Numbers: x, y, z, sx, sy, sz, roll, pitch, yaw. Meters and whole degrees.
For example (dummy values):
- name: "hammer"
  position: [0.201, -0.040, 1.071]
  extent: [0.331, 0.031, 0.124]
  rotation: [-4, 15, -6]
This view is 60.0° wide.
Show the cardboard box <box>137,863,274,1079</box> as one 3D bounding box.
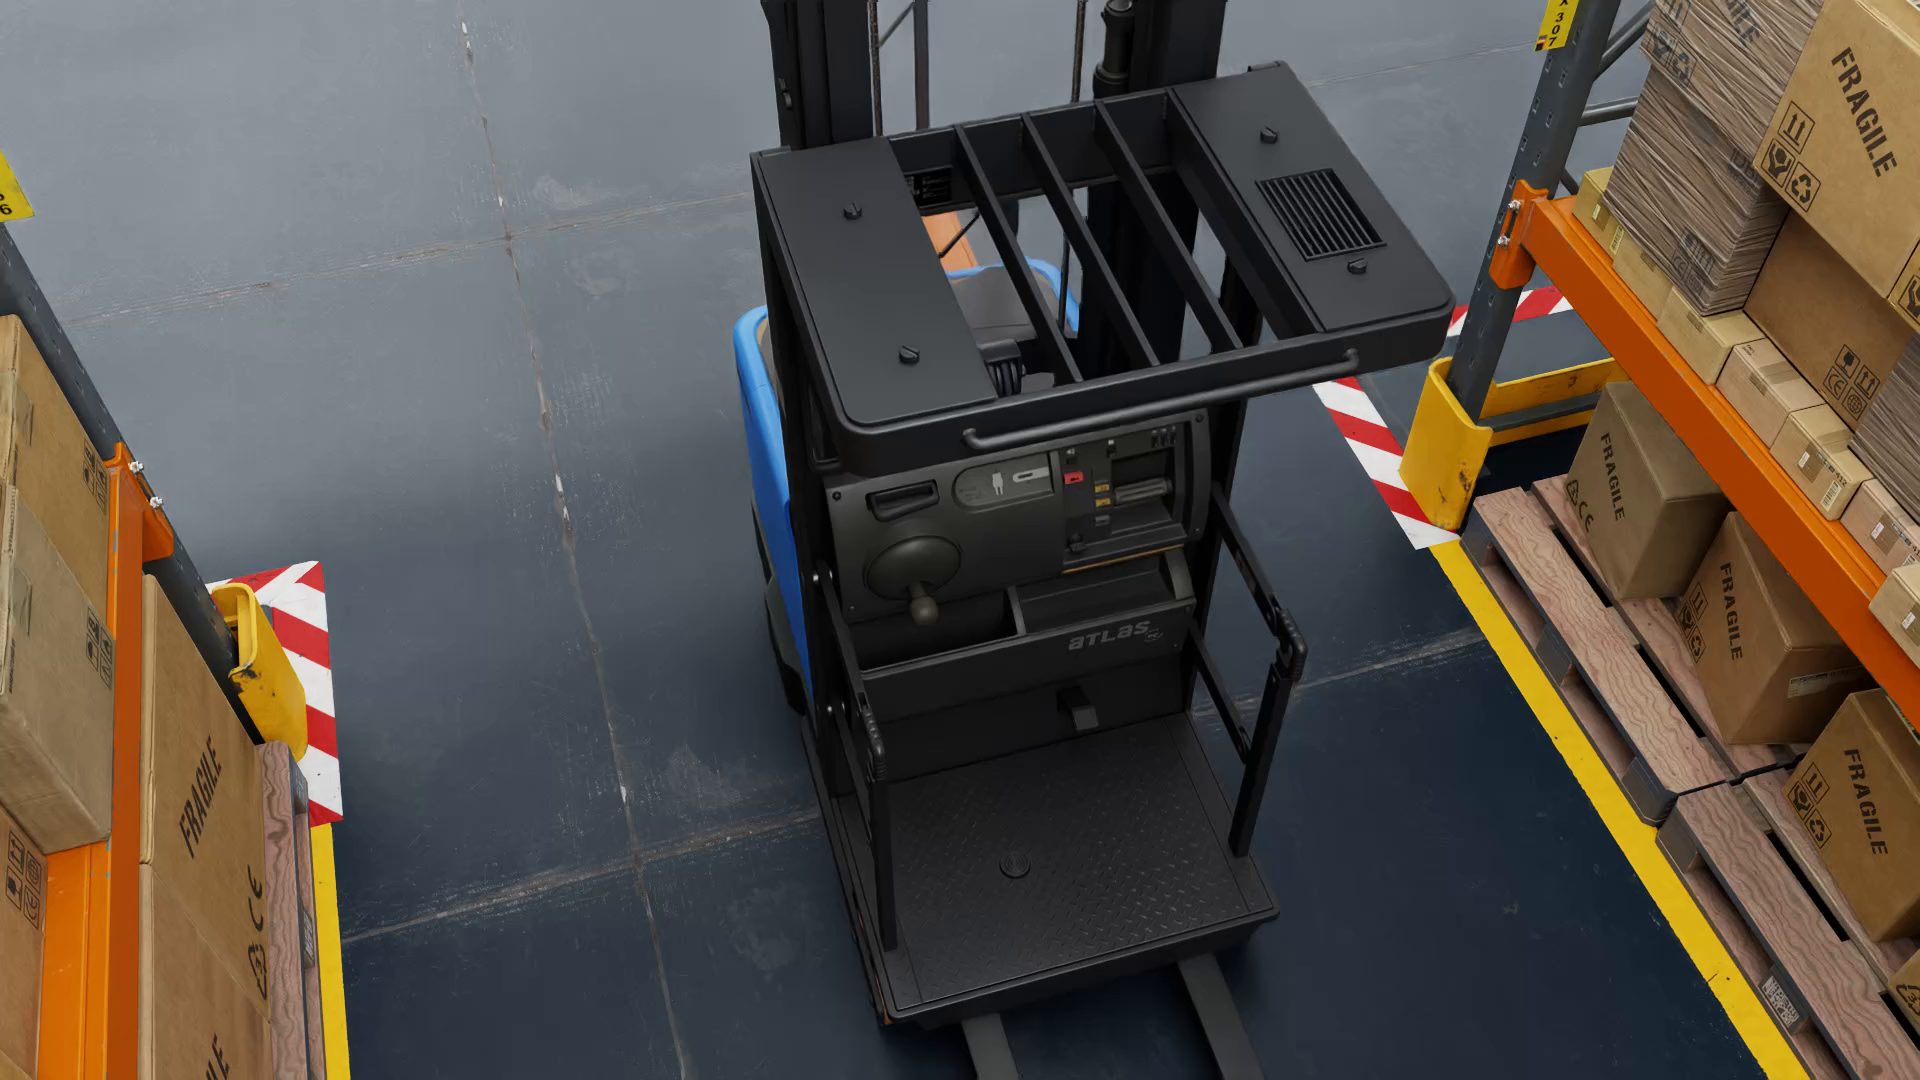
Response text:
- name: "cardboard box"
  position: [-2.100, 1.418, 3.707]
  extent: [0.875, 0.875, 0.875]
  rotation: [-14, 51, -12]

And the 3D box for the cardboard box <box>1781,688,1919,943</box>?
- name: "cardboard box"
  position: [2.687, 0.719, 4.542]
  extent: [0.500, 0.500, 0.500]
  rotation: [-9, 50, -8]

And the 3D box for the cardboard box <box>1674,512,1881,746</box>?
- name: "cardboard box"
  position: [2.520, 0.258, 4.931]
  extent: [0.500, 0.500, 0.500]
  rotation: [-2, 50, -1]

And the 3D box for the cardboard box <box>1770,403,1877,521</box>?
- name: "cardboard box"
  position: [2.275, -0.223, 4.141]
  extent: [0.380, 0.149, 0.250]
  rotation: [-13, 51, -11]

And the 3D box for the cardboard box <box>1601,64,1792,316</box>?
- name: "cardboard box"
  position: [2.279, -1.022, 4.389]
  extent: [0.875, 0.500, 0.500]
  rotation: [-13, 51, -11]

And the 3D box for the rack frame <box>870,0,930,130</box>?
- name: "rack frame"
  position: [-0.353, -1.416, 5.963]
  extent: [0.500, 1.500, 0.032]
  rotation: [-13, 51, -10]

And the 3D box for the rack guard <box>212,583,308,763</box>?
- name: "rack guard"
  position: [-2.633, 0.534, 4.972]
  extent: [1.175, 0.500, 0.348]
  rotation: [-13, 51, -11]

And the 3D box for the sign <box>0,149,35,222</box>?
- name: "sign"
  position: [-2.103, -0.816, 3.564]
  extent: [0.100, 0.325, 0.005]
  rotation: [-13, 51, -11]

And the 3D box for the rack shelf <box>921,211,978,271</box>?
- name: "rack shelf"
  position: [-0.211, -0.927, 5.786]
  extent: [0.538, 0.185, 1.000]
  rotation: [-13, 51, -10]

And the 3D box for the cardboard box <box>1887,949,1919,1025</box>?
- name: "cardboard box"
  position: [2.810, 1.137, 4.190]
  extent: [0.500, 0.500, 0.500]
  rotation: [-17, 52, -14]

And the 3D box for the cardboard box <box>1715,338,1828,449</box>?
- name: "cardboard box"
  position: [2.208, -0.407, 4.296]
  extent: [0.380, 0.149, 0.250]
  rotation: [-13, 51, -11]

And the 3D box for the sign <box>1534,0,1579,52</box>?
- name: "sign"
  position: [1.624, -1.458, 4.451]
  extent: [0.100, 0.325, 0.005]
  rotation: [-13, 51, -11]

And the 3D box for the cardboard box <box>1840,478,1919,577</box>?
- name: "cardboard box"
  position: [2.375, -0.047, 3.992]
  extent: [0.380, 0.149, 0.250]
  rotation: [-13, 51, -11]

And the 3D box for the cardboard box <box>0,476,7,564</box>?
- name: "cardboard box"
  position: [-2.302, 0.011, 2.975]
  extent: [0.875, 0.550, 0.550]
  rotation: [-13, 51, -11]

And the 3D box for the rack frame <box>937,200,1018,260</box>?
- name: "rack frame"
  position: [-0.069, -0.670, 5.334]
  extent: [0.500, 1.500, 0.032]
  rotation: [-13, 51, -10]

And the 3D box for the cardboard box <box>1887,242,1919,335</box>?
- name: "cardboard box"
  position: [2.335, -0.557, 3.344]
  extent: [0.500, 0.500, 0.500]
  rotation: [-13, 51, -11]

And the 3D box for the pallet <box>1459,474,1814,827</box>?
- name: "pallet"
  position: [2.371, 0.254, 5.398]
  extent: [1.003, 0.211, 1.213]
  rotation: [-13, 51, -11]

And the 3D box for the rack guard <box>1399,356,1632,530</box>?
- name: "rack guard"
  position: [2.165, -0.440, 5.794]
  extent: [1.175, 0.500, 0.348]
  rotation: [-13, 51, -11]

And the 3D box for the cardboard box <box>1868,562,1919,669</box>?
- name: "cardboard box"
  position: [2.350, 0.159, 3.818]
  extent: [0.380, 0.149, 0.250]
  rotation: [-13, 51, -11]

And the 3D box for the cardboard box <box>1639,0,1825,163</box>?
- name: "cardboard box"
  position: [2.044, -1.288, 3.960]
  extent: [0.500, 0.500, 0.500]
  rotation: [-13, 51, -11]

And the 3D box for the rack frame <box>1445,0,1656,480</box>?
- name: "rack frame"
  position: [2.142, -1.301, 4.885]
  extent: [1.000, 3.000, 0.127]
  rotation: [-13, 51, -11]

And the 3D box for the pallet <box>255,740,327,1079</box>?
- name: "pallet"
  position: [-2.315, 1.211, 4.591]
  extent: [1.003, 0.211, 1.213]
  rotation: [-13, 51, -11]

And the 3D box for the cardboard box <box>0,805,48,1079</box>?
- name: "cardboard box"
  position: [-2.244, 0.793, 3.022]
  extent: [0.875, 0.550, 0.550]
  rotation: [-13, 51, -11]

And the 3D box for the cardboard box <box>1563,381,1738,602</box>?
- name: "cardboard box"
  position: [2.311, -0.171, 5.293]
  extent: [0.500, 0.500, 0.500]
  rotation: [-5, 50, -4]

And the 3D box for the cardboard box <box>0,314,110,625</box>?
- name: "cardboard box"
  position: [-2.473, -0.041, 3.725]
  extent: [0.875, 0.550, 0.550]
  rotation: [-13, 51, -11]

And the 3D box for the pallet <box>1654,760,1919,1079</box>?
- name: "pallet"
  position: [2.728, 1.144, 4.648]
  extent: [1.003, 0.211, 1.213]
  rotation: [-13, 51, -11]

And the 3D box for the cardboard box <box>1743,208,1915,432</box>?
- name: "cardboard box"
  position: [2.541, -0.683, 4.104]
  extent: [0.875, 0.500, 0.500]
  rotation: [-13, 51, -11]

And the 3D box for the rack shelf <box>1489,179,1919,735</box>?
- name: "rack shelf"
  position: [2.734, 0.391, 3.929]
  extent: [1.077, 0.370, 4.000]
  rotation: [-13, 51, -11]

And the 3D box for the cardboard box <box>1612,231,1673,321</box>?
- name: "cardboard box"
  position: [2.054, -0.771, 4.603]
  extent: [0.380, 0.149, 0.250]
  rotation: [-13, 51, -11]

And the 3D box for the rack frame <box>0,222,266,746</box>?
- name: "rack frame"
  position: [-2.626, -0.254, 4.002]
  extent: [1.000, 3.000, 0.127]
  rotation: [-13, 51, -11]

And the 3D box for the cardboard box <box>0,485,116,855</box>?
- name: "cardboard box"
  position: [-2.289, 0.356, 3.390]
  extent: [0.875, 0.550, 0.550]
  rotation: [-13, 51, -11]

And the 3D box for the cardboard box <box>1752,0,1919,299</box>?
- name: "cardboard box"
  position: [2.186, -0.922, 3.651]
  extent: [0.500, 0.500, 0.500]
  rotation: [-13, 51, -11]

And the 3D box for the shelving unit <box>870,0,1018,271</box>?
- name: "shelving unit"
  position: [-0.208, -1.037, 5.643]
  extent: [0.587, 1.500, 1.083]
  rotation: [-13, 51, -10]

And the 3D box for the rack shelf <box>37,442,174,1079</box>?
- name: "rack shelf"
  position: [-2.034, 1.439, 3.046]
  extent: [1.077, 0.370, 4.000]
  rotation: [-13, 51, -11]

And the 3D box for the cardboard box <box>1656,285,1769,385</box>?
- name: "cardboard box"
  position: [2.114, -0.585, 4.446]
  extent: [0.380, 0.149, 0.250]
  rotation: [-13, 51, -11]

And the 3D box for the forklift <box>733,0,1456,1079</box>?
- name: "forklift"
  position: [0.212, 0.047, 3.794]
  extent: [1.130, 2.935, 3.031]
  rotation: [-13, 51, -10]

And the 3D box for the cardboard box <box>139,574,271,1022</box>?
- name: "cardboard box"
  position: [-2.362, 0.776, 4.249]
  extent: [0.875, 0.875, 0.875]
  rotation: [-13, 51, -11]

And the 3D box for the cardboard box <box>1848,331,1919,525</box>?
- name: "cardboard box"
  position: [2.648, -0.308, 3.788]
  extent: [0.875, 0.500, 0.500]
  rotation: [-13, 51, -11]

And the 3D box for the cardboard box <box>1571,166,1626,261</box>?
- name: "cardboard box"
  position: [1.999, -0.958, 4.760]
  extent: [0.380, 0.149, 0.250]
  rotation: [-13, 51, -11]
